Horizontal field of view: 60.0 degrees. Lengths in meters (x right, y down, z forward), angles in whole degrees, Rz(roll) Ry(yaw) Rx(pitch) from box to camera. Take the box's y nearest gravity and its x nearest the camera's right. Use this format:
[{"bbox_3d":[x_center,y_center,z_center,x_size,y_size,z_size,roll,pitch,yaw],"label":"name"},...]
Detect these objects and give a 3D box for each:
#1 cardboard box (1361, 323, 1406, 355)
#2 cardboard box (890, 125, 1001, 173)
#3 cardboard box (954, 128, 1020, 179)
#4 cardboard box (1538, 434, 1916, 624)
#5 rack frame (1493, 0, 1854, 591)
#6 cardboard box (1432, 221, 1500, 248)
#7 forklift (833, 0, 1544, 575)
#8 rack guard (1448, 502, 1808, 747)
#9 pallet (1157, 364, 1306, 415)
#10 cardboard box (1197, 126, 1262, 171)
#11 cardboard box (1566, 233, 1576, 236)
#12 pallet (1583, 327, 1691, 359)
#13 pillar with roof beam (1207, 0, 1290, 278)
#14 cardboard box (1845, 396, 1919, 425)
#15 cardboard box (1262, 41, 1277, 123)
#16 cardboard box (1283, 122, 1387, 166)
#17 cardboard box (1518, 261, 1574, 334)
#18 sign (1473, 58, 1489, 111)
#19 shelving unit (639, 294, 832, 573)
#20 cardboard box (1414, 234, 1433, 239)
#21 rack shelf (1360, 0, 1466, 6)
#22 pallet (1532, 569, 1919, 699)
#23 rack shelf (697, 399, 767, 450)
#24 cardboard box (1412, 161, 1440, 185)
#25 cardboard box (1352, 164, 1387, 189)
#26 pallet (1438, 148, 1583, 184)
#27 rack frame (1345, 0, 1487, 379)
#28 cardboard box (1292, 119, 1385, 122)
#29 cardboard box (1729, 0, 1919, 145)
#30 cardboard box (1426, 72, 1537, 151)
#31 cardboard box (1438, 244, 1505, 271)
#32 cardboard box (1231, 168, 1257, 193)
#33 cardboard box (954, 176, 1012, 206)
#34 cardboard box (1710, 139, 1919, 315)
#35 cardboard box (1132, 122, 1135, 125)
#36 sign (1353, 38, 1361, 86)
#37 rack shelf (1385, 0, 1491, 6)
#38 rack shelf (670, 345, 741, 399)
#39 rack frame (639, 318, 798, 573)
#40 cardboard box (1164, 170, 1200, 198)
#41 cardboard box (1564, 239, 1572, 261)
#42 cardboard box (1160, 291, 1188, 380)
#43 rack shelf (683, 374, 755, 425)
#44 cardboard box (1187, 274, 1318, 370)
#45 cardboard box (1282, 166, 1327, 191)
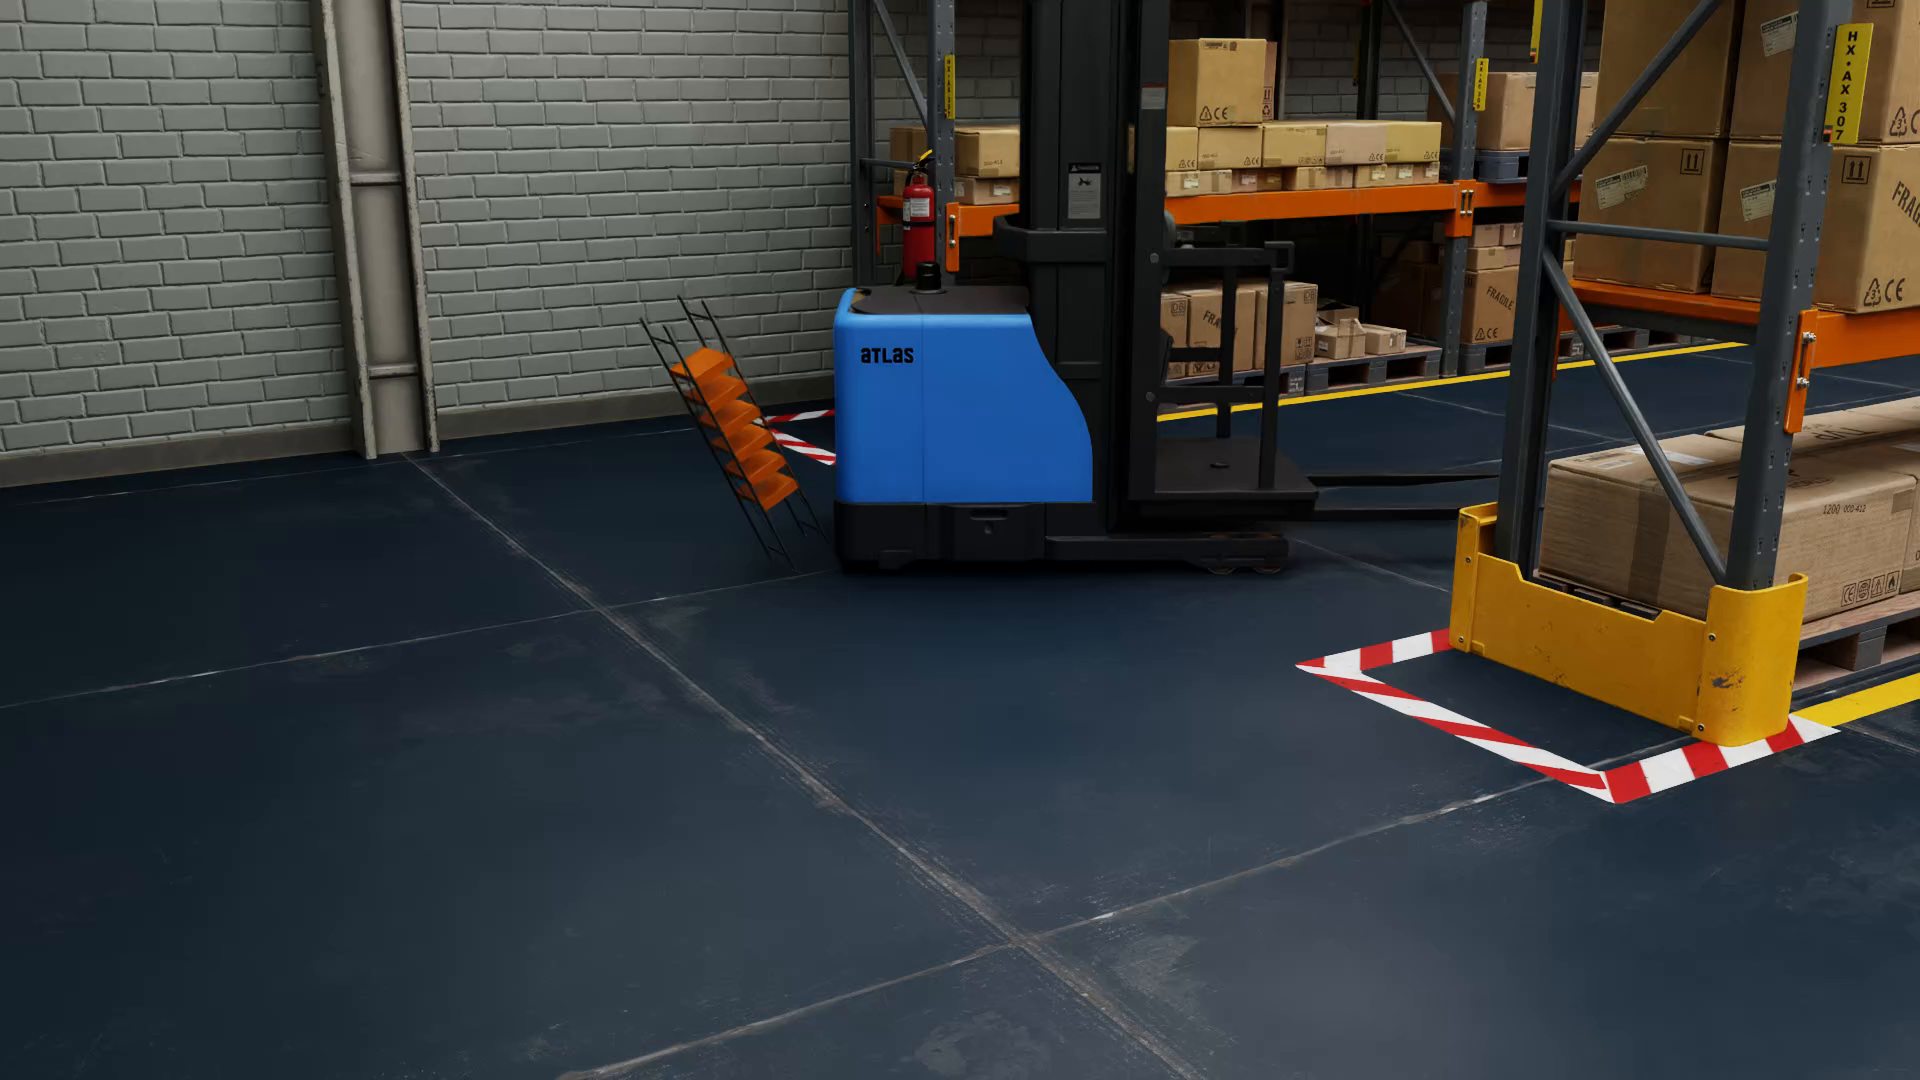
[{"bbox_3d":[2.766,-1.349,11.169,0.250,0.149,0.380,-10,18,-31],"label":"cardboard box"},{"bbox_3d":[-0.078,-2.305,9.803,0.500,0.250,0.500,-9,18,-28],"label":"cardboard box"},{"bbox_3d":[0.192,-2.181,9.359,0.500,0.250,0.500,-9,18,-29],"label":"cardboard box"},{"bbox_3d":[2.738,-0.044,5.980,0.875,0.438,0.875,-10,18,-32],"label":"cardboard box"},{"bbox_3d":[2.224,-0.961,5.281,0.127,3.000,1.000,-9,18,-30],"label":"rack frame"},{"bbox_3d":[3.506,-2.122,11.521,0.250,0.149,0.380,-10,18,-31],"label":"cardboard box"},{"bbox_3d":[0.981,-1.410,7.008,3.031,2.935,1.130,0,16,-1],"label":"forklift"},{"bbox_3d":[2.203,0.246,5.607,0.348,0.500,1.175,-9,18,-30],"label":"rack guard"},{"bbox_3d":[1.457,-1.056,10.787,1.213,0.211,1.003,-9,18,-30],"label":"pallet"},{"bbox_3d":[1.484,-2.398,10.134,0.500,0.250,0.500,-10,18,-31],"label":"cardboard box"},{"bbox_3d":[4.624,-2.160,12.210,0.250,0.149,0.380,-8,18,-28],"label":"cardboard box"},{"bbox_3d":[4.817,-1.615,12.779,1.213,0.211,1.003,-9,18,-30],"label":"pallet"},{"bbox_3d":[4.249,-4.669,7.395,0.400,9.000,9.100,-9,18,-30],"label":"pillar with roof beam"},{"bbox_3d":[4.292,-0.299,6.887,0.875,0.438,0.875,-10,18,-31],"label":"cardboard box"},{"bbox_3d":[1.679,-2.952,10.720,0.500,0.500,0.500,-10,18,-31],"label":"cardboard box"},{"bbox_3d":[2.360,-2.536,10.625,0.500,0.250,0.500,-9,18,-30],"label":"cardboard box"},{"bbox_3d":[4.075,-1.755,11.967,0.500,0.500,0.500,-9,18,-30],"label":"cardboard box"},{"bbox_3d":[3.379,-2.957,10.799,0.005,0.325,0.100,-9,18,-30],"label":"sign"},{"bbox_3d":[-0.898,-0.418,6.748,0.189,1.200,0.258,-38,31,-21],"label":"shelving unit"},{"bbox_3d":[3.483,-2.132,12.108,0.250,0.149,0.380,-9,18,-30],"label":"cardboard box"},{"bbox_3d":[1.378,-3.485,10.060,4.000,0.370,1.077,-9,18,-30],"label":"rack shelf"},{"bbox_3d":[2.869,0.252,6.119,1.213,0.211,1.003,-9,18,-30],"label":"pallet"},{"bbox_3d":[-0.926,-0.477,6.712,0.180,0.103,0.258,-38,31,-21],"label":"rack shelf"},{"bbox_3d":[2.950,-2.441,11.027,0.250,0.149,0.380,-9,18,-29],"label":"cardboard box"},{"bbox_3d":[2.527,-2.358,10.731,0.250,0.149,0.380,-9,18,-28],"label":"cardboard box"},{"bbox_3d":[3.834,-2.658,11.692,1.213,0.211,1.003,-9,18,-30],"label":"pallet"},{"bbox_3d":[3.093,-2.665,11.360,0.127,3.000,1.000,-9,18,-30],"label":"rack frame"},{"bbox_3d":[2.529,-2.730,11.317,0.500,0.250,0.500,-9,18,-30],"label":"cardboard box"},{"bbox_3d":[2.782,-1.491,5.136,0.500,0.500,0.500,-10,18,-31],"label":"cardboard box"},{"bbox_3d":[3.623,-2.931,11.345,0.500,0.500,0.700,-9,18,-28],"label":"cardboard box"},{"bbox_3d":[3.537,-1.964,11.511,0.250,0.149,0.380,-8,18,-27],"label":"cardboard box"},{"bbox_3d":[1.618,-2.231,10.276,0.250,0.149,0.380,-9,18,-30],"label":"cardboard box"},{"bbox_3d":[0.087,-1.970,9.347,0.250,0.149,0.380,-9,18,-30],"label":"cardboard box"},{"bbox_3d":[2.783,-1.010,5.269,0.500,0.500,0.500,-9,18,-30],"label":"cardboard box"},{"bbox_3d":[1.239,-2.517,10.559,0.500,0.250,0.500,-9,18,-30],"label":"cardboard box"},{"bbox_3d":[2.804,-3.350,11.660,0.005,0.325,0.100,-9,18,-30],"label":"sign"},{"bbox_3d":[4.807,-4.041,12.044,4.000,0.370,1.077,-9,18,-30],"label":"rack shelf"},{"bbox_3d":[-1.015,-0.668,6.596,0.180,0.103,0.258,-38,31,-21],"label":"rack shelf"},{"bbox_3d":[-0.966,-0.366,6.715,0.006,1.200,0.240,-38,31,-21],"label":"rack frame"},{"bbox_3d":[1.217,-2.138,9.944,0.250,0.149,0.380,-10,18,-31],"label":"cardboard box"},{"bbox_3d":[4.177,-2.100,11.996,0.250,0.149,0.380,-10,18,-31],"label":"cardboard box"},{"bbox_3d":[0.990,-1.281,10.274,0.500,0.500,0.700,-8,18,-27],"label":"cardboard box"},{"bbox_3d":[-0.971,-0.573,6.654,0.180,0.103,0.258,-38,31,-21],"label":"rack shelf"},{"bbox_3d":[1.880,-1.425,10.788,0.500,0.500,0.700,-10,19,-32],"label":"cardboard box"},{"bbox_3d":[2.084,-2.286,10.474,0.250,0.149,0.380,-10,18,-31],"label":"cardboard box"}]
